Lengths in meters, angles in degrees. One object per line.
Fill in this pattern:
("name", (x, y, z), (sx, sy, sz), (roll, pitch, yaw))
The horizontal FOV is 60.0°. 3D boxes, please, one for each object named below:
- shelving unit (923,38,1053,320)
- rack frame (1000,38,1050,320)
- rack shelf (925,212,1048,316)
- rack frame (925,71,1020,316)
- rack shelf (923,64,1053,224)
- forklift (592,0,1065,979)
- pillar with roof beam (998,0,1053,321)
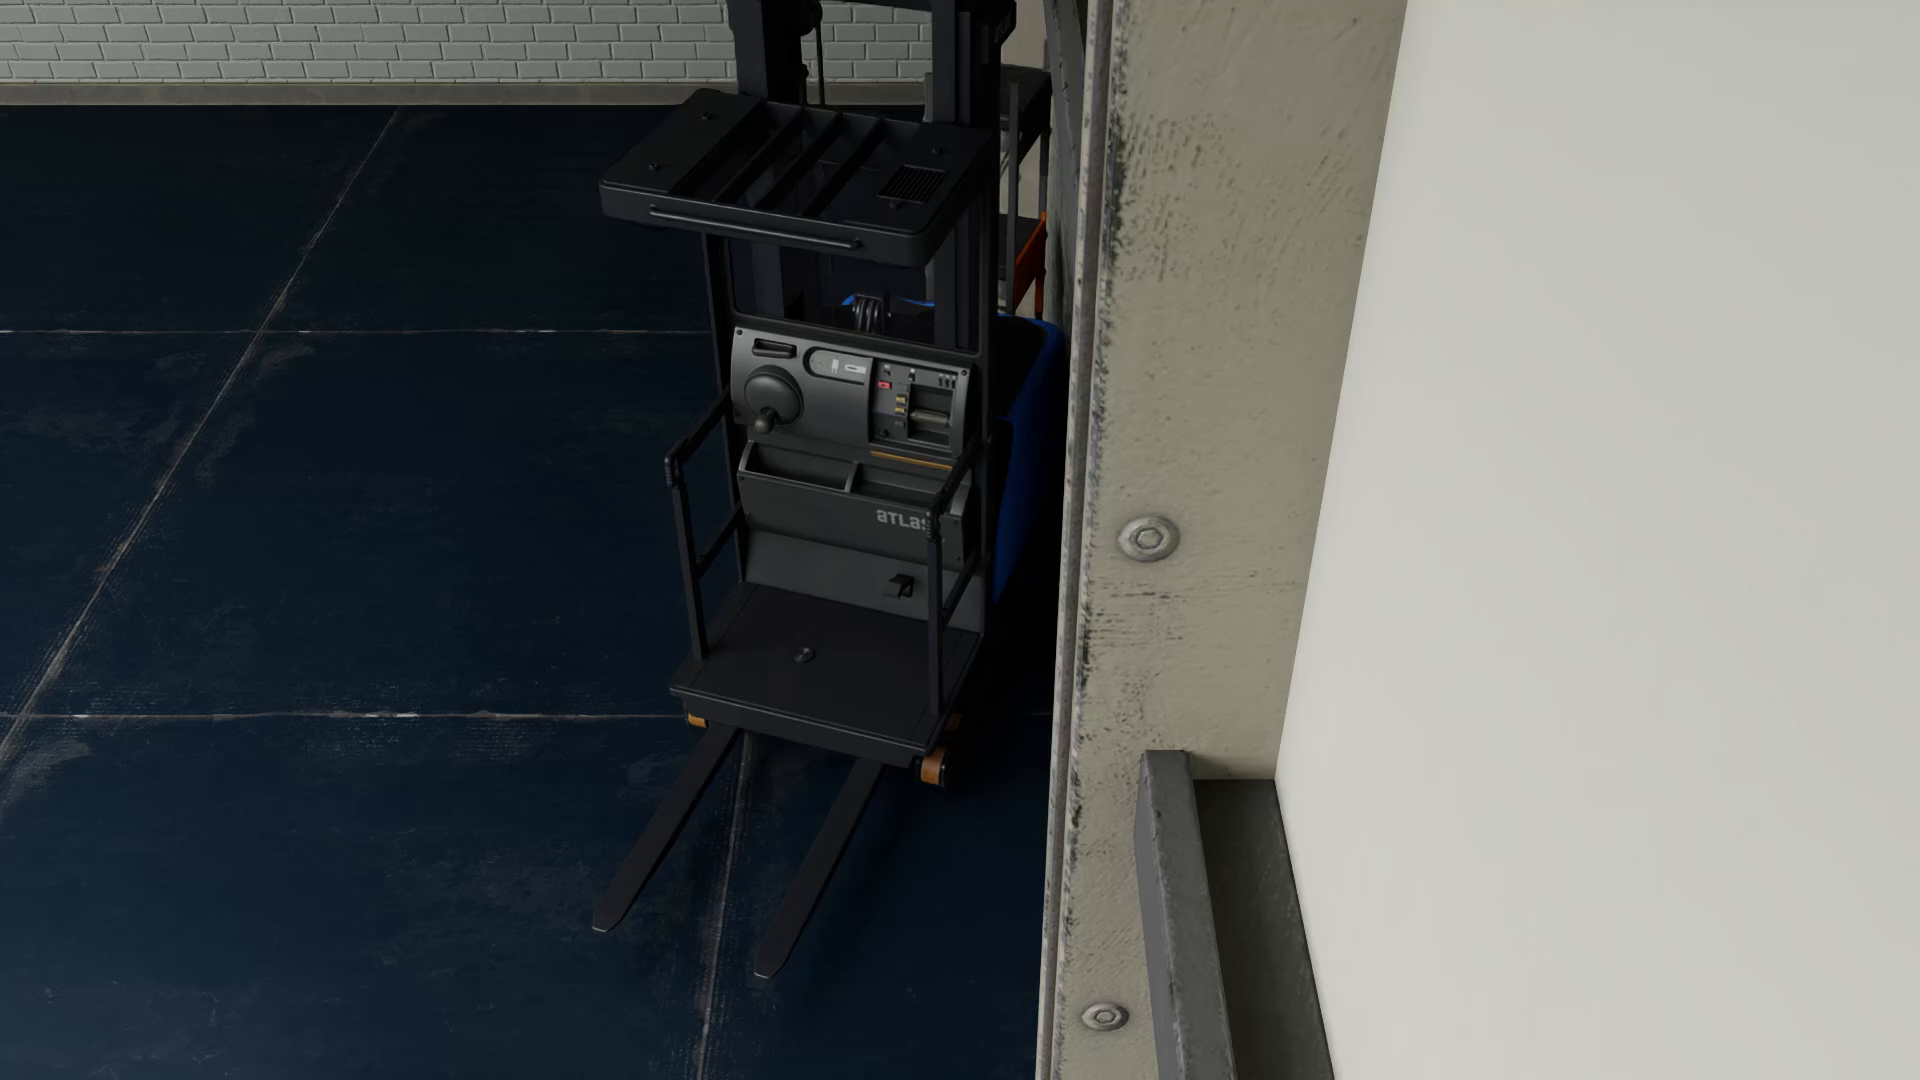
("shelving unit", (0.122, -1.191, 7.556), (0.431, 2.100, 0.503), (12, 40, 14))
("rack frame", (0.199, -1.336, 7.737), (0.400, 2.100, 0.015), (12, 40, 14))
("rack shelf", (0.122, -1.180, 7.565), (0.431, 0.518, 0.480), (12, 40, 14))
("rack frame", (0.045, -1.046, 7.375), (0.400, 2.100, 0.015), (12, 40, 14))
("rack shelf", (0.124, -1.726, 7.127), (0.431, 0.518, 0.480), (12, 40, 14))
("forklift", (-0.476, -0.466, 5.988), (1.130, 2.935, 3.031), (12, 40, 14))
("pillar with roof beam", (-3.994, -4.662, 6.372), (9.100, 9.000, 0.400), (0, 39, 0))
